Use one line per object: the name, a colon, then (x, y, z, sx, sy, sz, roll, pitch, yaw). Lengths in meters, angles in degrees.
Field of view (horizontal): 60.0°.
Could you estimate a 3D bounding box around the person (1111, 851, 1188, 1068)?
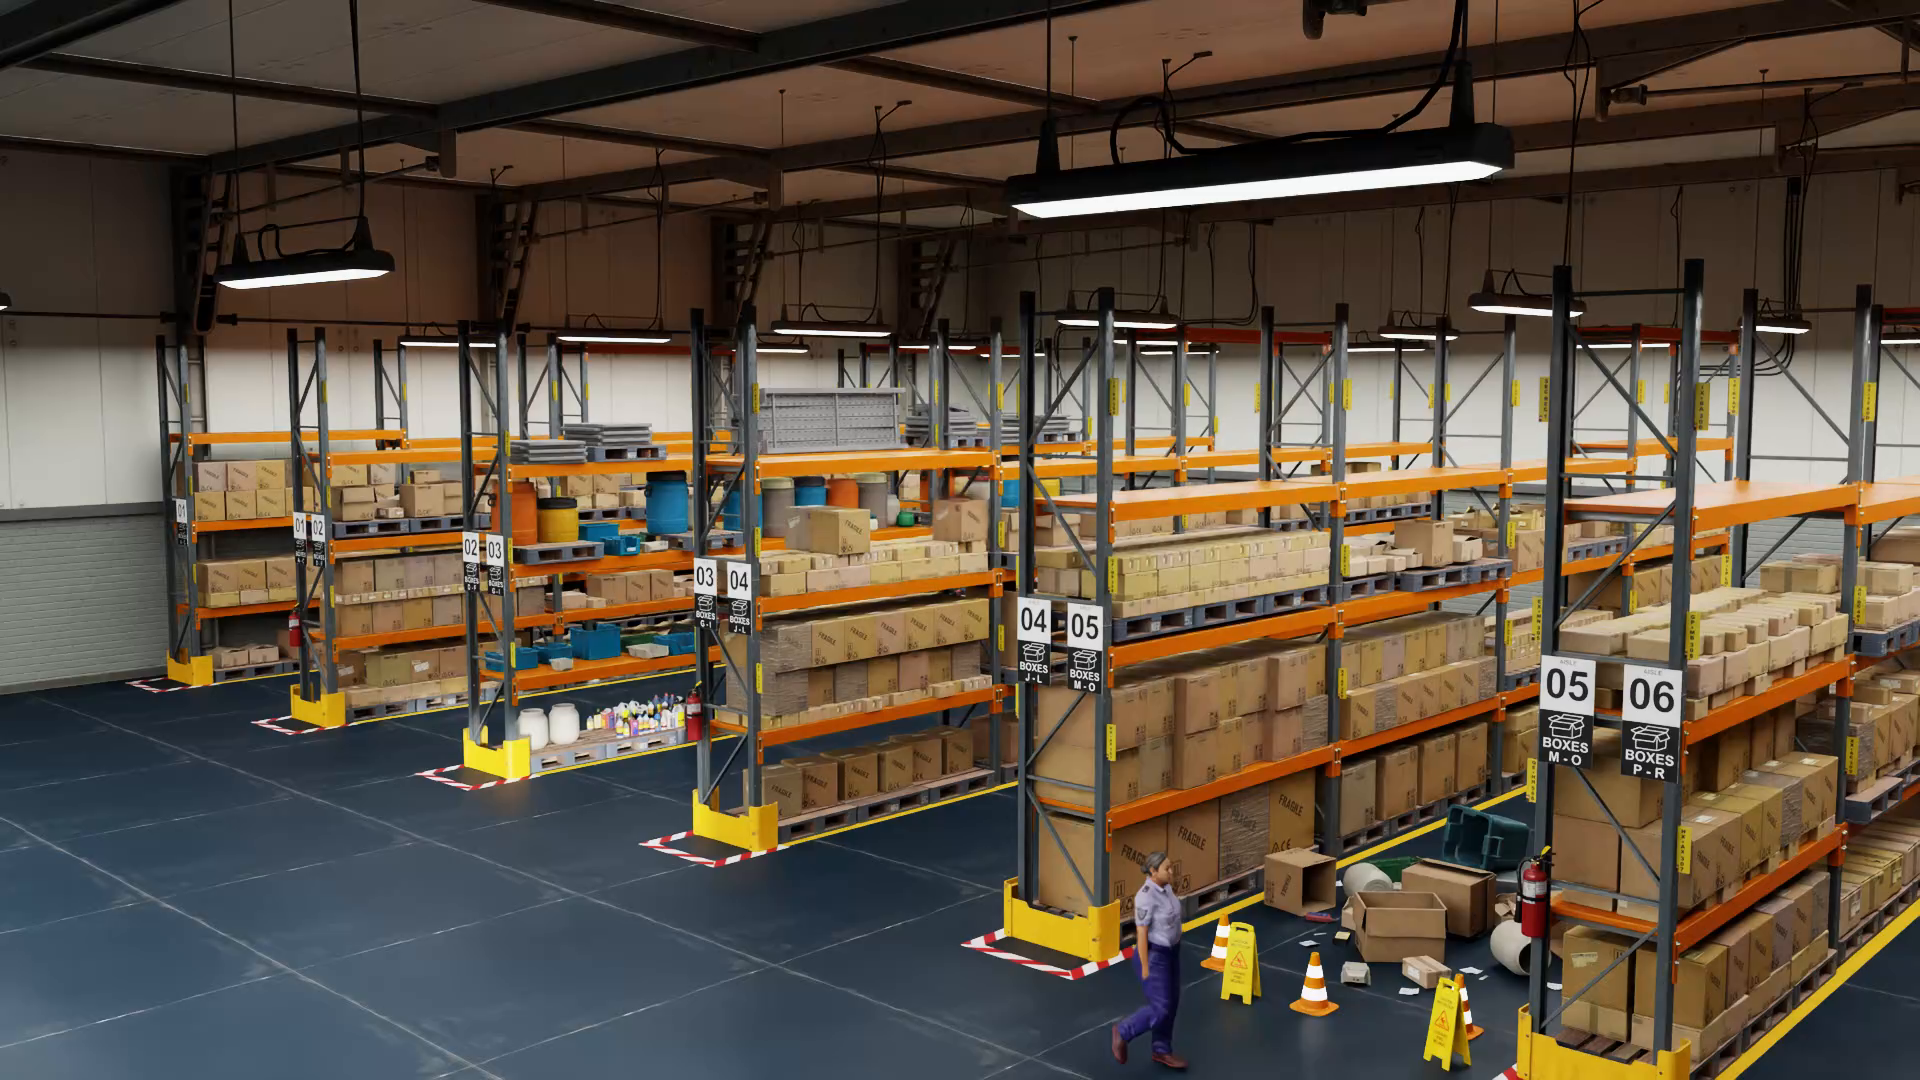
person: (1.448, 3.156, 12.547, 0.547, 1.640, 0.518, 3, 6, 30)
